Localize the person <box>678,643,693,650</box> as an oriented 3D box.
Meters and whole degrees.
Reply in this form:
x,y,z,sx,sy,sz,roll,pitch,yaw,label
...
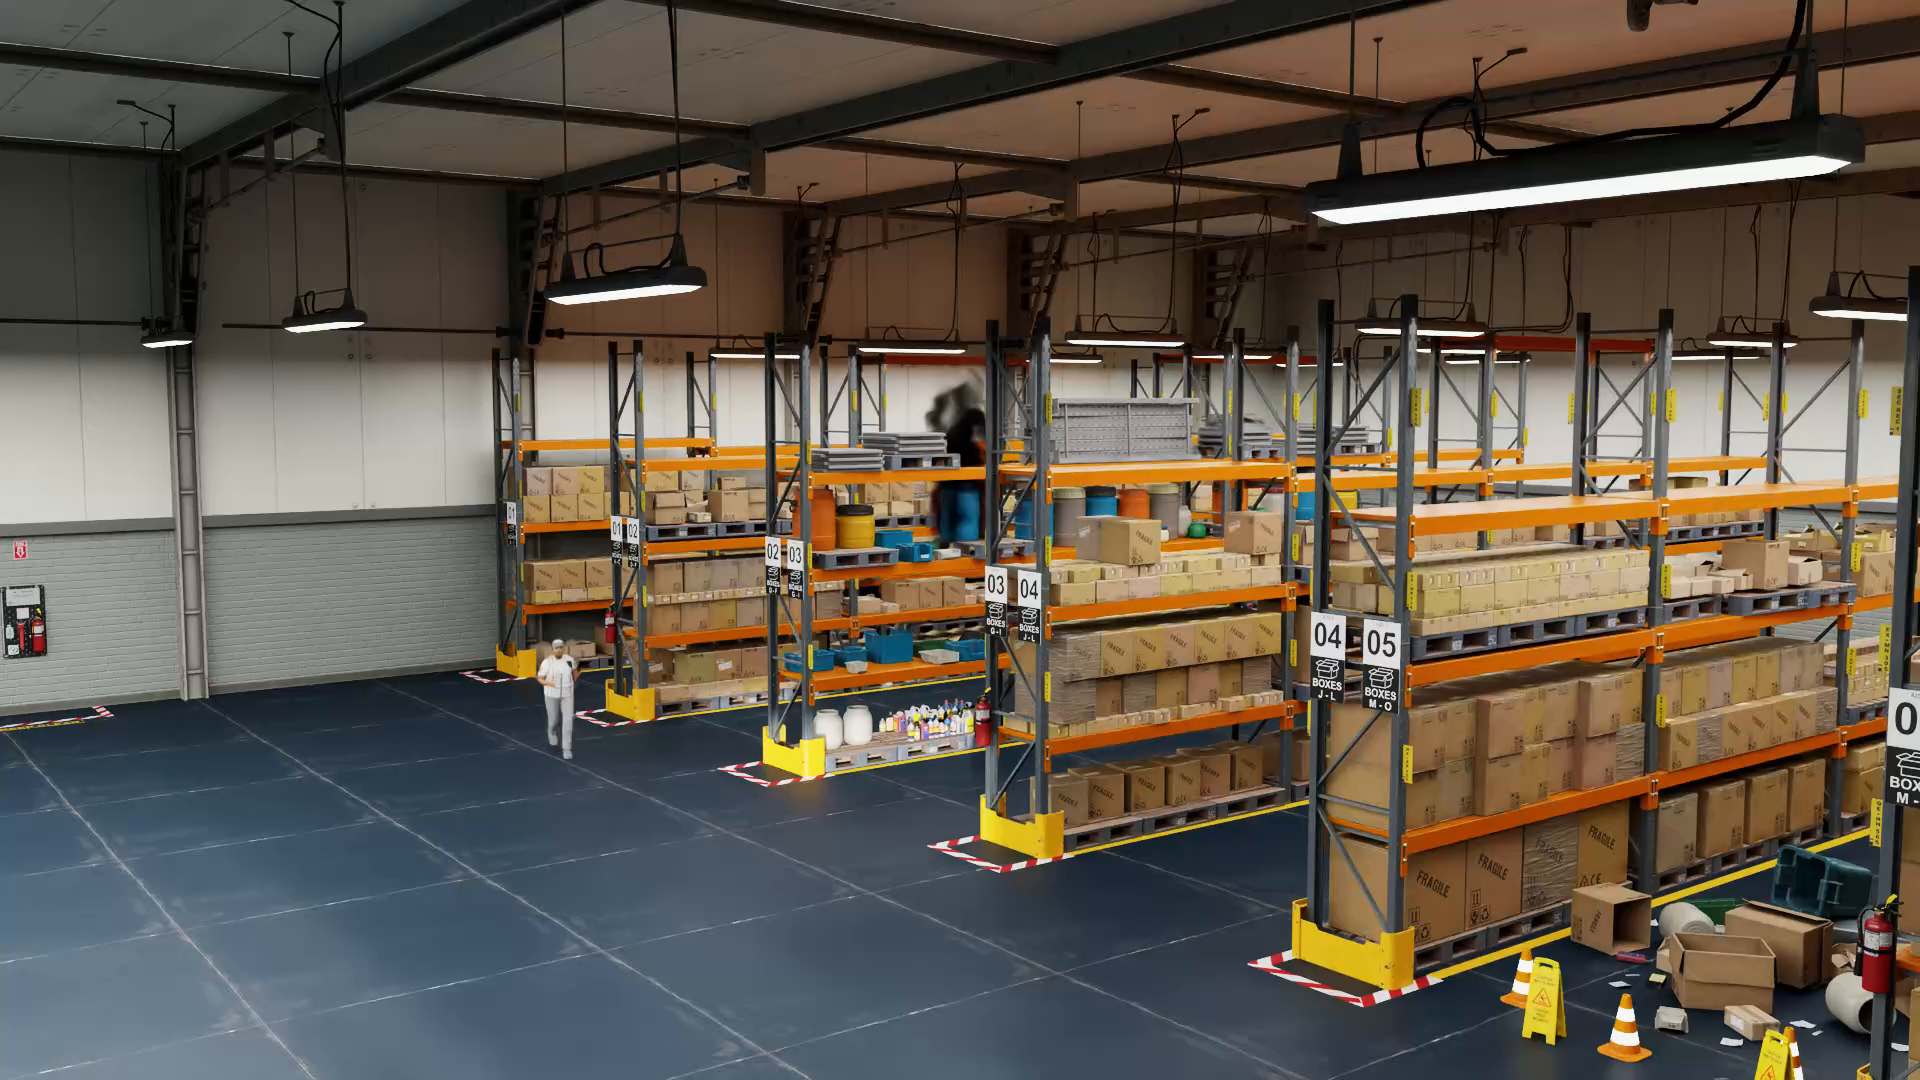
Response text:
x,y,z,sx,sy,sz,roll,pitch,yaw,label
-4.831,1.732,29.712,0.615,1.658,0.541,4,6,38,person

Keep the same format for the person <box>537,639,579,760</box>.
x,y,z,sx,sy,sz,roll,pitch,yaw,label
-5.735,2.242,23.801,0.610,1.668,0.920,-2,5,-22,person

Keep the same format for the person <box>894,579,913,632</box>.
x,y,z,sx,sy,sz,roll,pitch,yaw,label
-1.065,1.531,32.089,0.893,1.585,0.537,-4,6,-38,person

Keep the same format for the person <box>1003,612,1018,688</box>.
x,y,z,sx,sy,sz,roll,pitch,yaw,label
0.945,1.642,27.786,0.815,1.737,0.557,-4,7,-41,person
